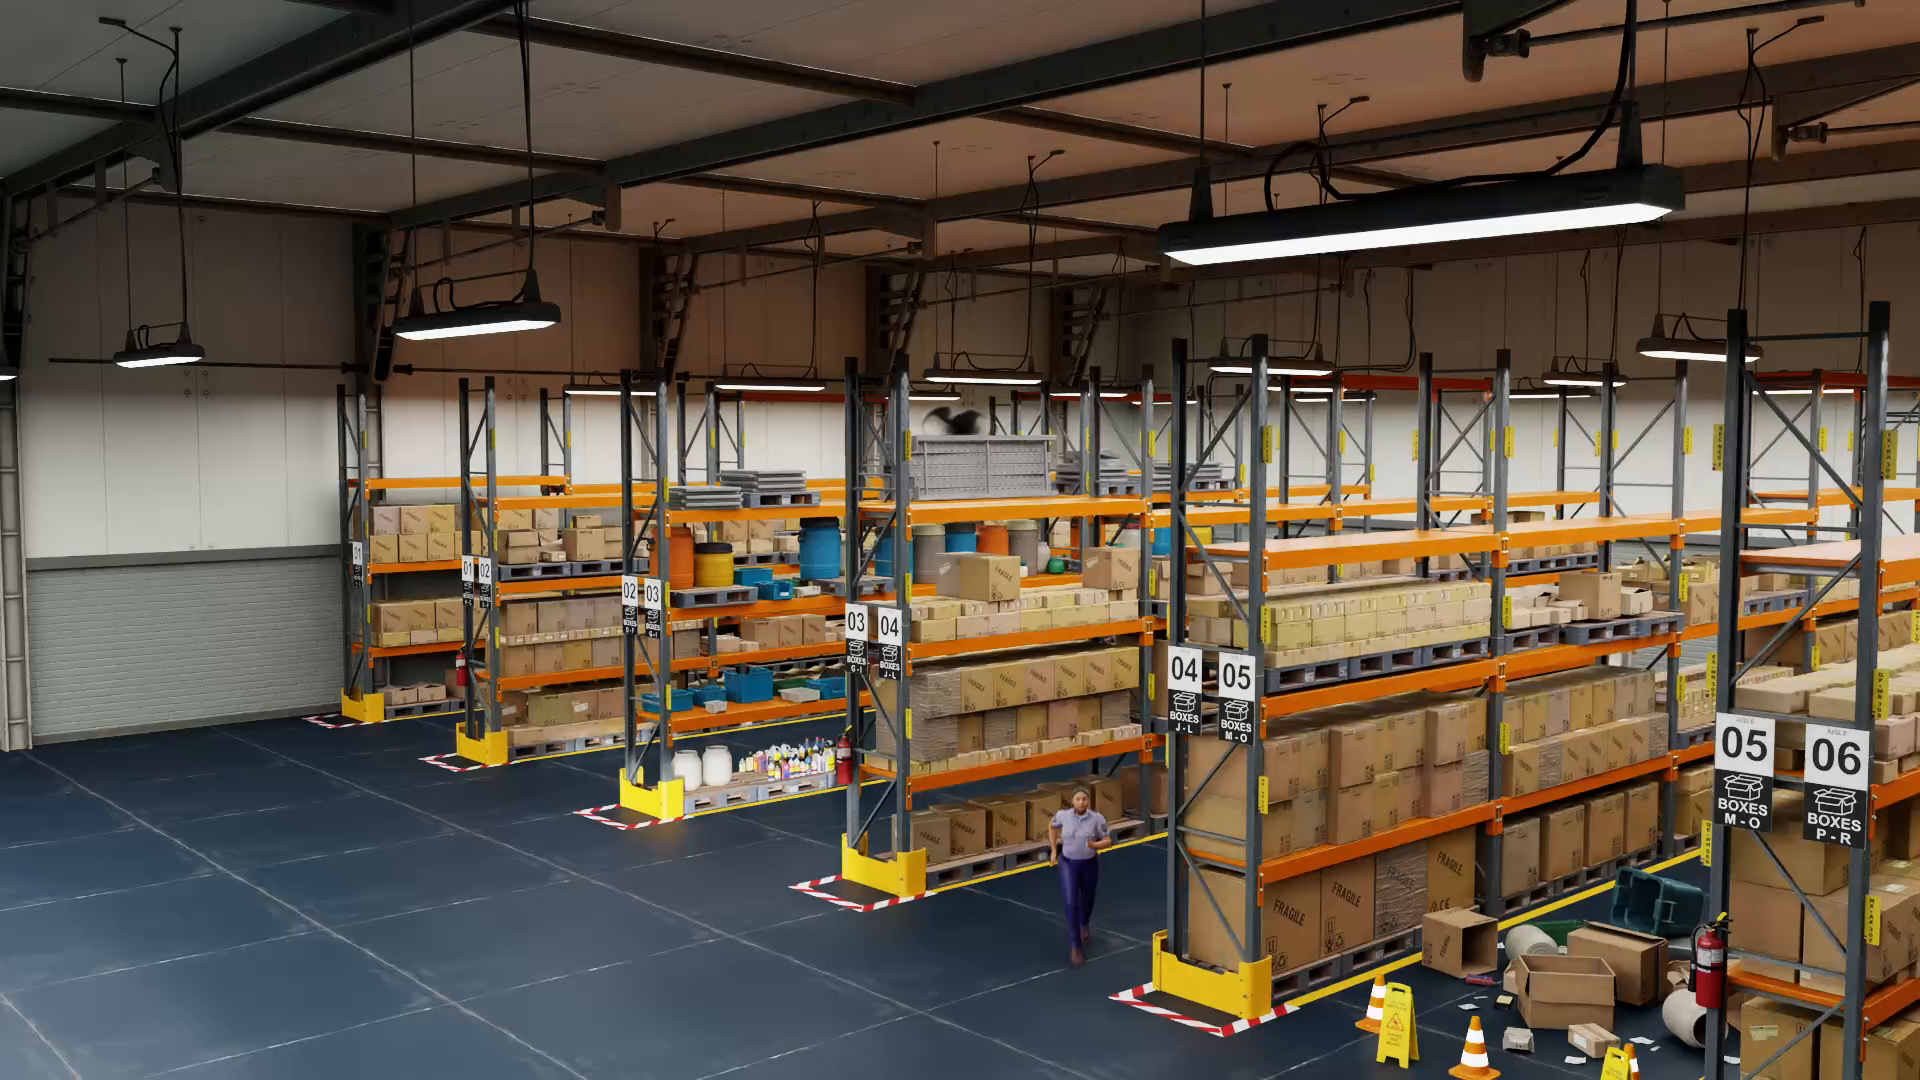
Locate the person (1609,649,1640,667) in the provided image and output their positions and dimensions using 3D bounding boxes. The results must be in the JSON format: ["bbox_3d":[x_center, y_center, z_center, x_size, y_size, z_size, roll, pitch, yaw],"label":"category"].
[{"bbox_3d":[11.983,2.313,30.241,0.650,1.838,1.133,-1,4,-14],"label":"person"}]

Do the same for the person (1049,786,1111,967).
[{"bbox_3d":[1.183,3.247,16.401,0.592,1.672,0.908,0,4,-2],"label":"person"}]
